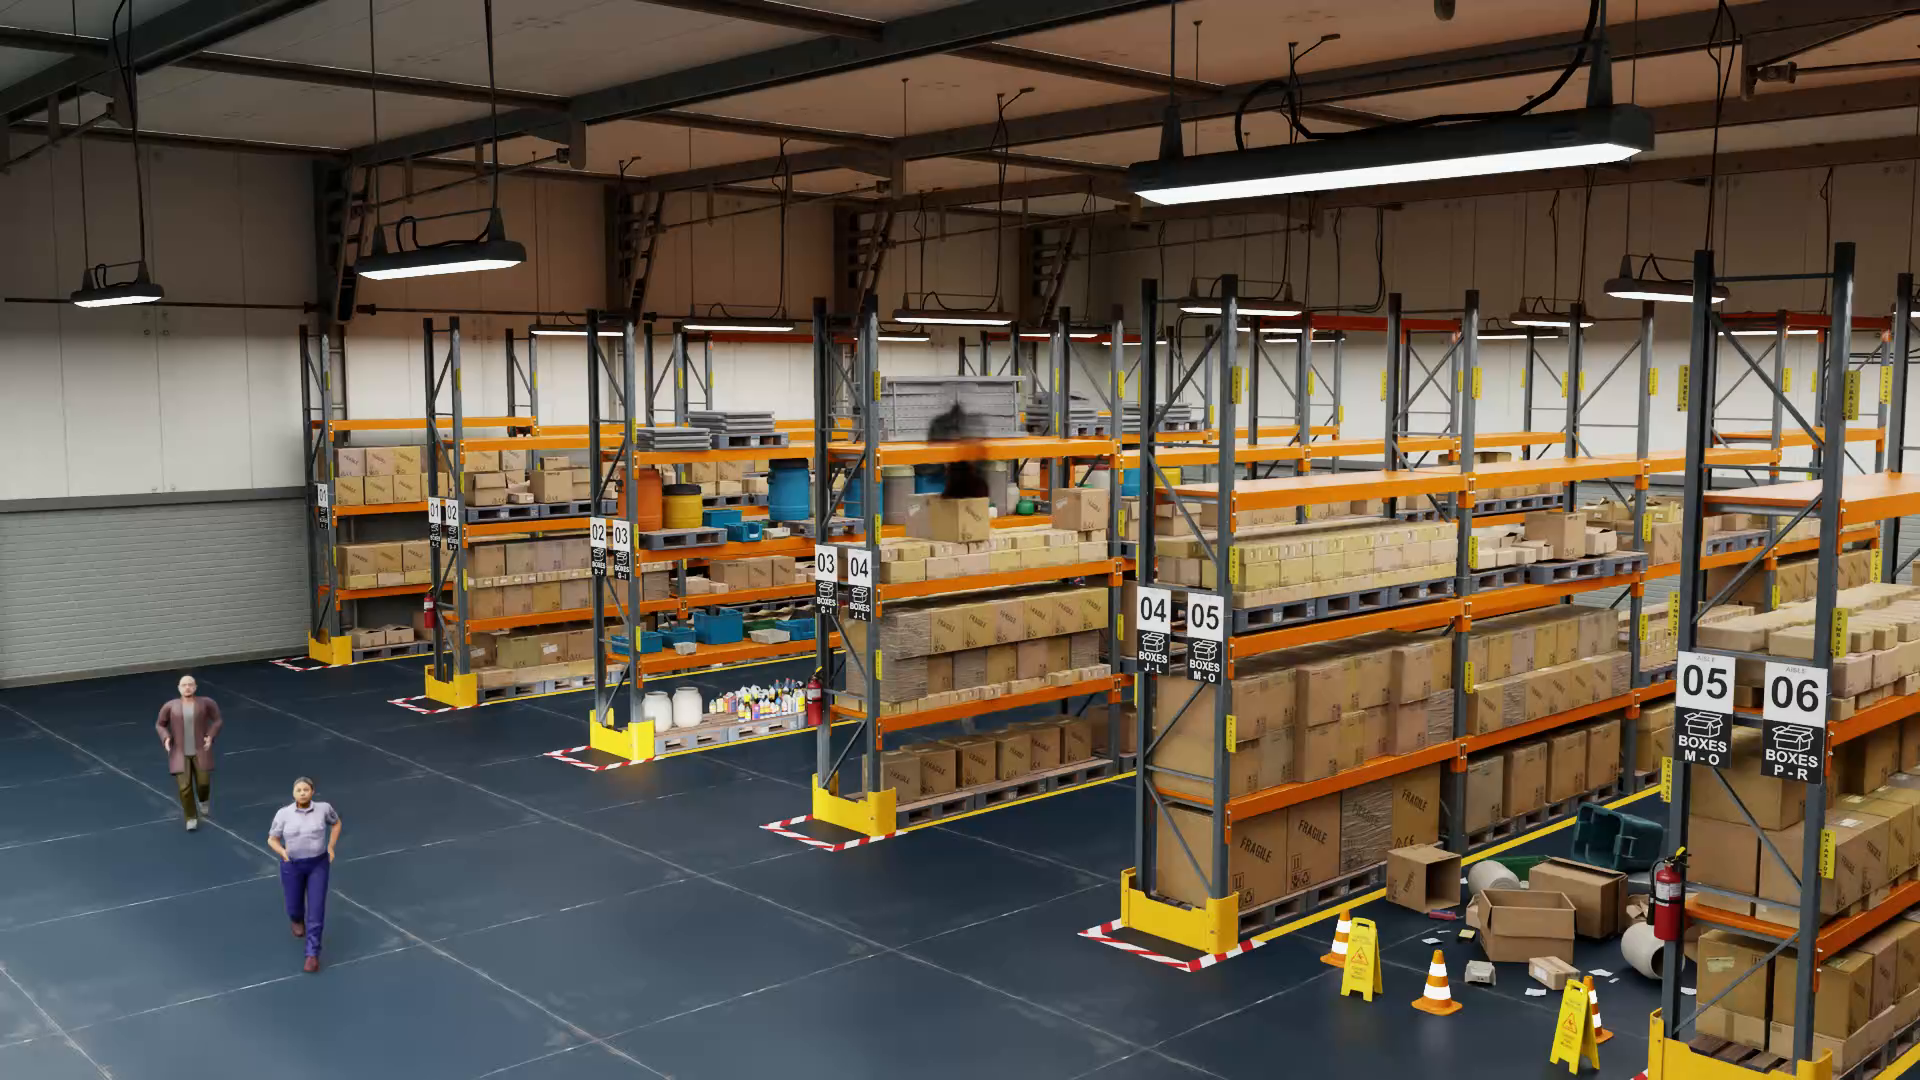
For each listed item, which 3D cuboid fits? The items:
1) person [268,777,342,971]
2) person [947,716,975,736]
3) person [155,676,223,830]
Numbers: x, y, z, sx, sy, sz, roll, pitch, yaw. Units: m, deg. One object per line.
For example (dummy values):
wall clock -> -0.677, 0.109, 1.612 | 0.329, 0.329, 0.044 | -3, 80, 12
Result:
person -> -5.734, 2.887, 14.594 | 0.609, 1.605, 0.886 | -2, 6, -22
person -> 0.032, 2.064, 22.562 | 0.614, 1.651, 0.547 | 5, 8, 41
person -> -8.748, 2.397, 18.892 | 0.707, 1.724, 0.668 | -2, 6, -23
